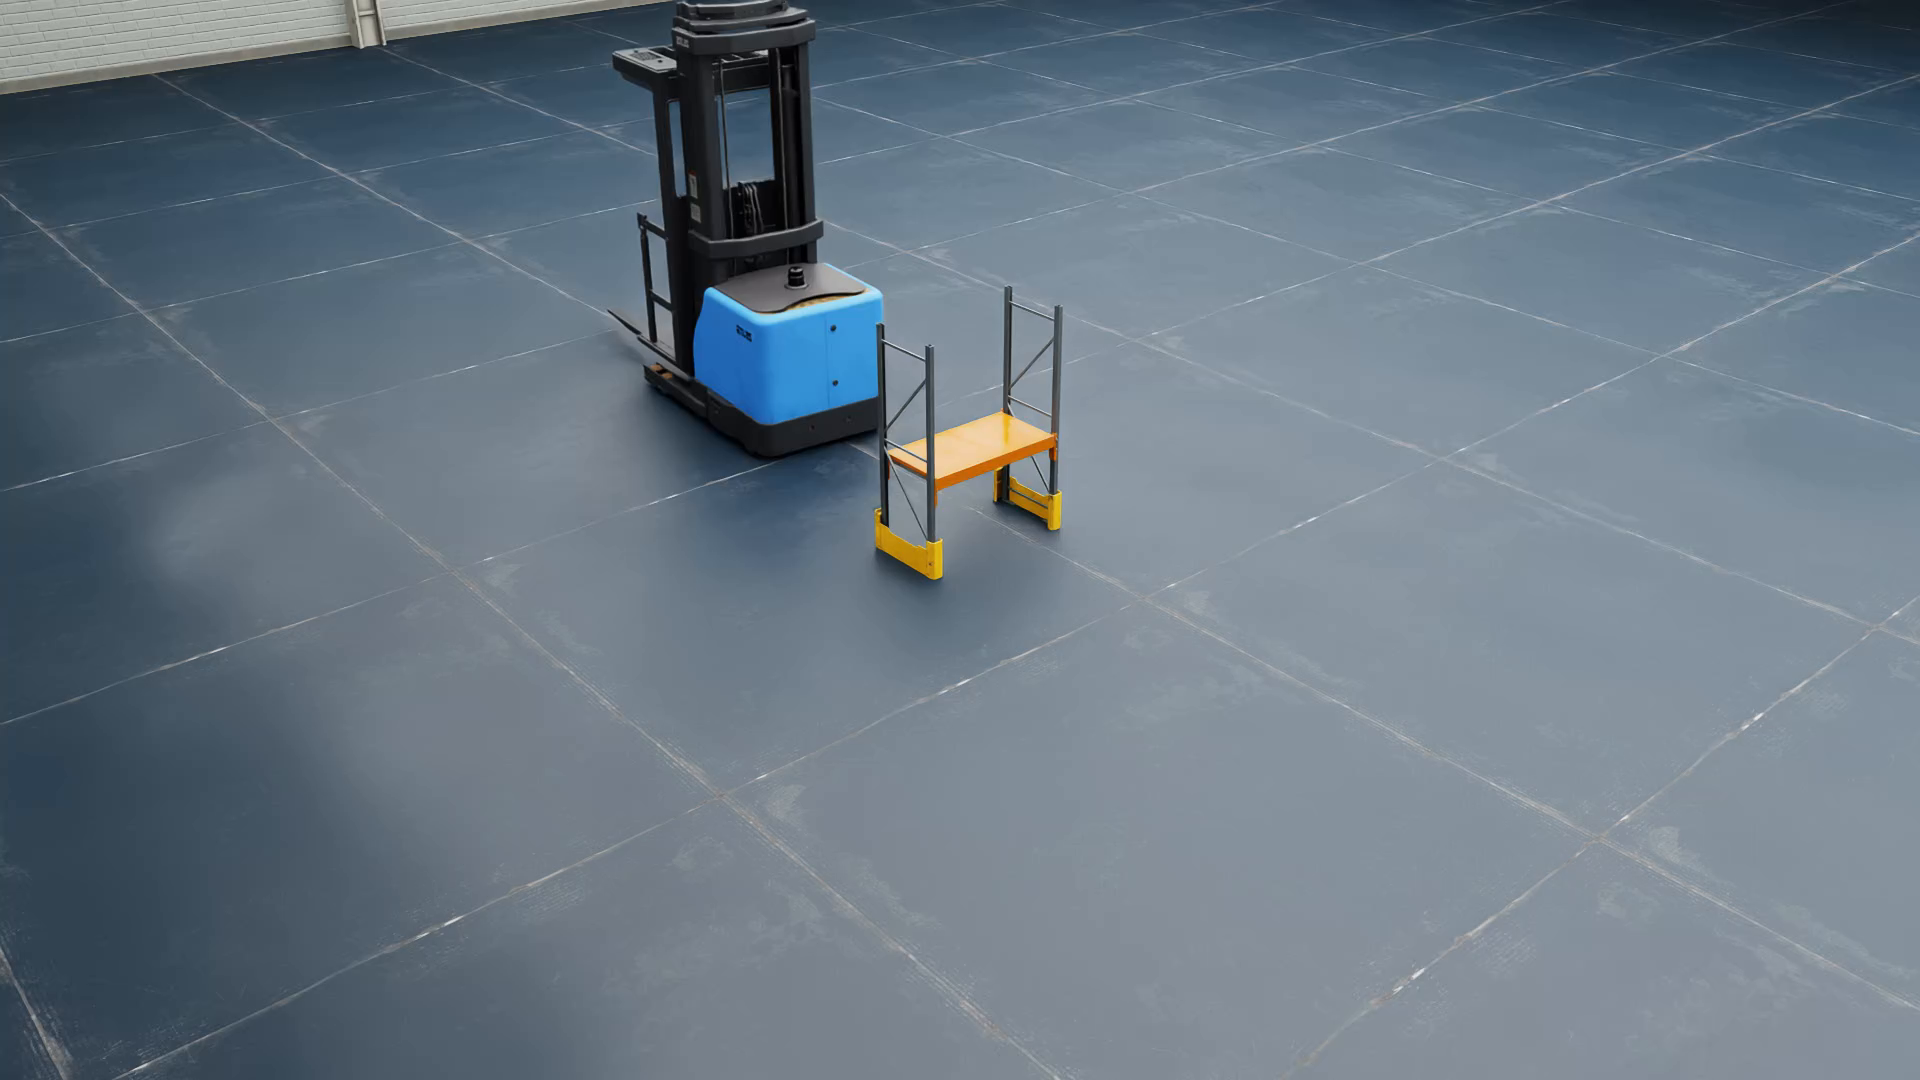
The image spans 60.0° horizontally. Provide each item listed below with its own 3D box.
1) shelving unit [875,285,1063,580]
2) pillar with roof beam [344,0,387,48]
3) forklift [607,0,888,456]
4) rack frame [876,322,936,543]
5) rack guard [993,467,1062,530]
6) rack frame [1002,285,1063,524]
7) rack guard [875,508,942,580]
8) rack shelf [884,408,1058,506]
[{"bbox_3d":[0.058,-0.685,10.298,1.083,1.500,0.587,-22,35,-35],"label":"shelving unit"},{"bbox_3d":[-5.718,-9.558,18.946,0.400,9.000,9.100,-22,35,-35],"label":"pillar with roof beam"},{"bbox_3d":[-1.776,-2.517,12.209,1.130,2.935,3.031,-18,33,-30],"label":"forklift"},{"bbox_3d":[-0.322,-0.532,10.013,0.032,1.500,0.500,-22,35,-35],"label":"rack frame"},{"bbox_3d":[0.437,-0.286,10.878,0.087,0.250,0.587,-22,35,-35],"label":"rack guard"},{"bbox_3d":[0.452,-0.843,10.595,0.032,1.500,0.500,-22,35,-35],"label":"rack frame"},{"bbox_3d":[-0.321,0.019,10.308,0.087,0.250,0.587,-22,35,-35],"label":"rack guard"},{"bbox_3d":[0.065,-0.529,10.388,1.000,0.185,0.538,-22,35,-35],"label":"rack shelf"}]
